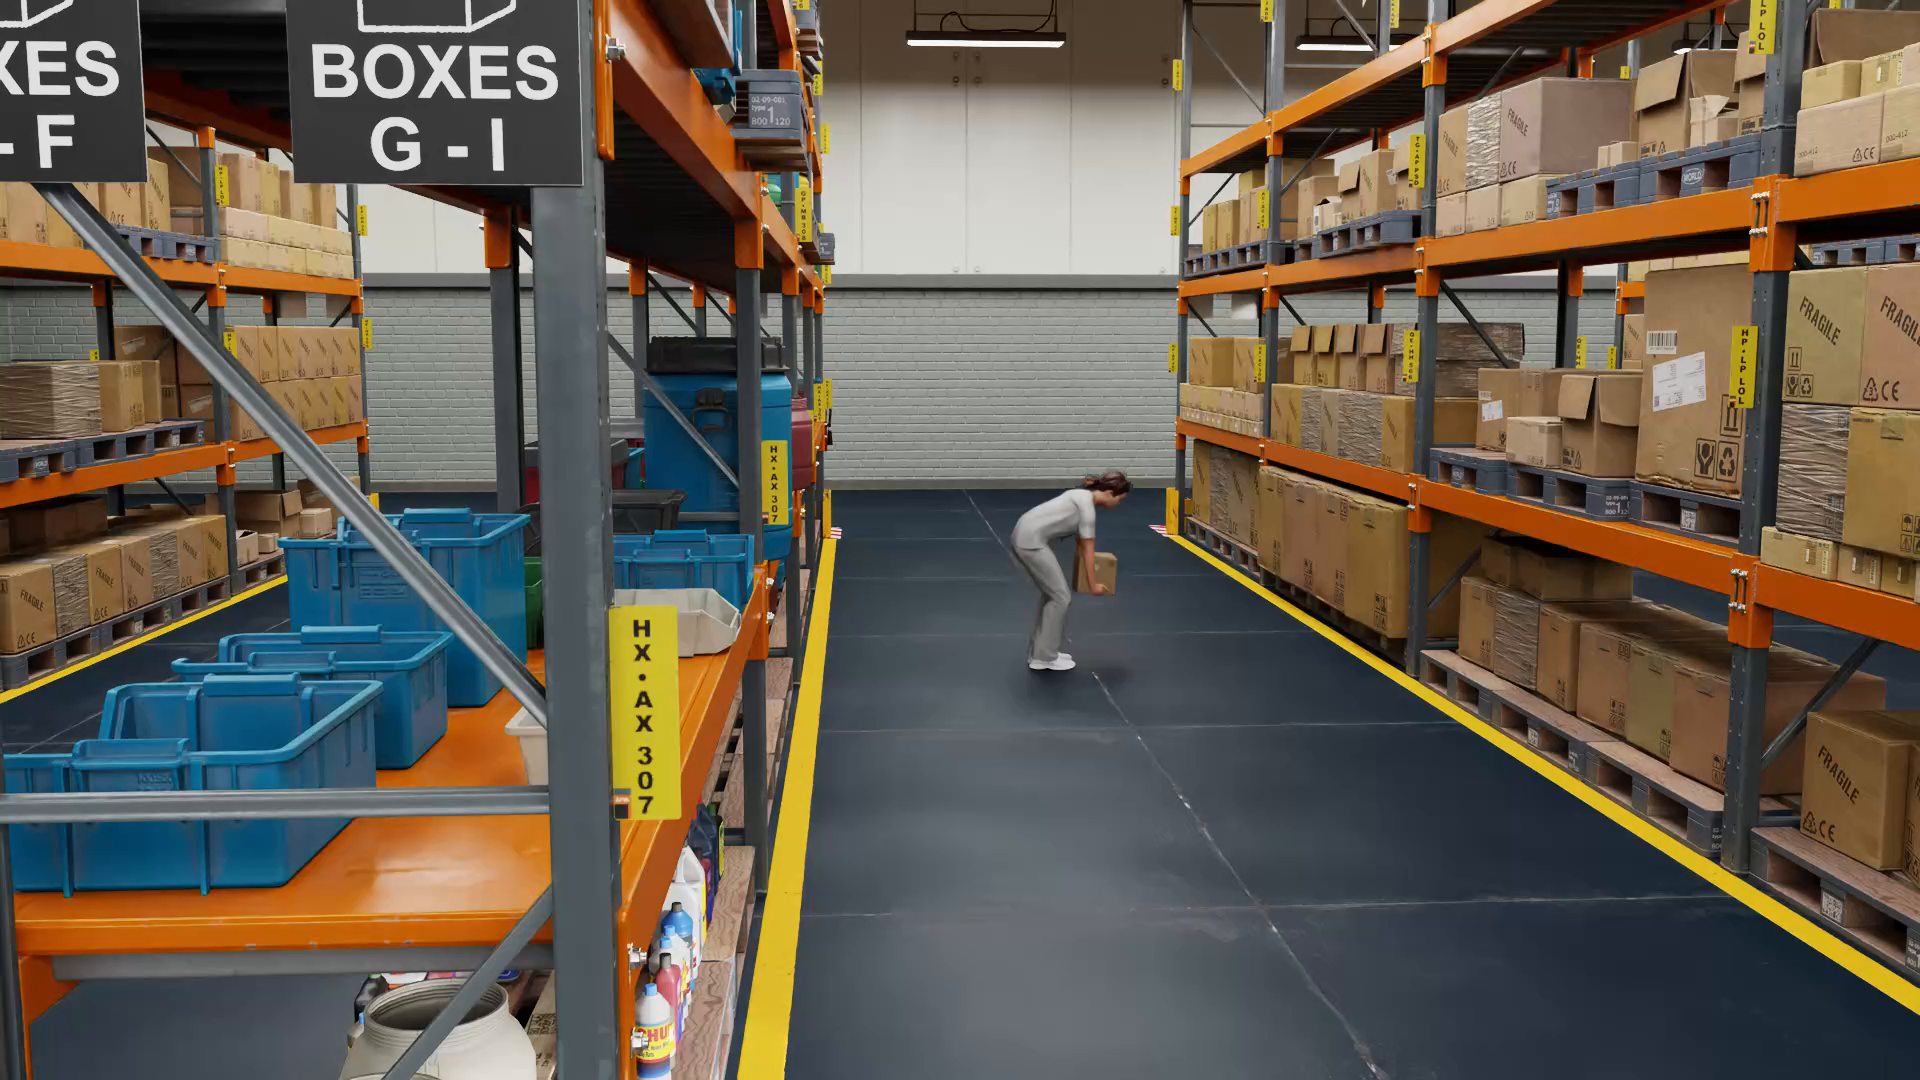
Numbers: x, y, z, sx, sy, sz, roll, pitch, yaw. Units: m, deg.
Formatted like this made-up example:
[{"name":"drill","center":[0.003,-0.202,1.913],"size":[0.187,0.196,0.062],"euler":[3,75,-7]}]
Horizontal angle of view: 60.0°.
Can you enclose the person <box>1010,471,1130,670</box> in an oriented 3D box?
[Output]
[{"name":"person","center":[0.738,0.197,11.127],"size":[0.801,1.318,0.415],"euler":[-1,7,-5]}]
